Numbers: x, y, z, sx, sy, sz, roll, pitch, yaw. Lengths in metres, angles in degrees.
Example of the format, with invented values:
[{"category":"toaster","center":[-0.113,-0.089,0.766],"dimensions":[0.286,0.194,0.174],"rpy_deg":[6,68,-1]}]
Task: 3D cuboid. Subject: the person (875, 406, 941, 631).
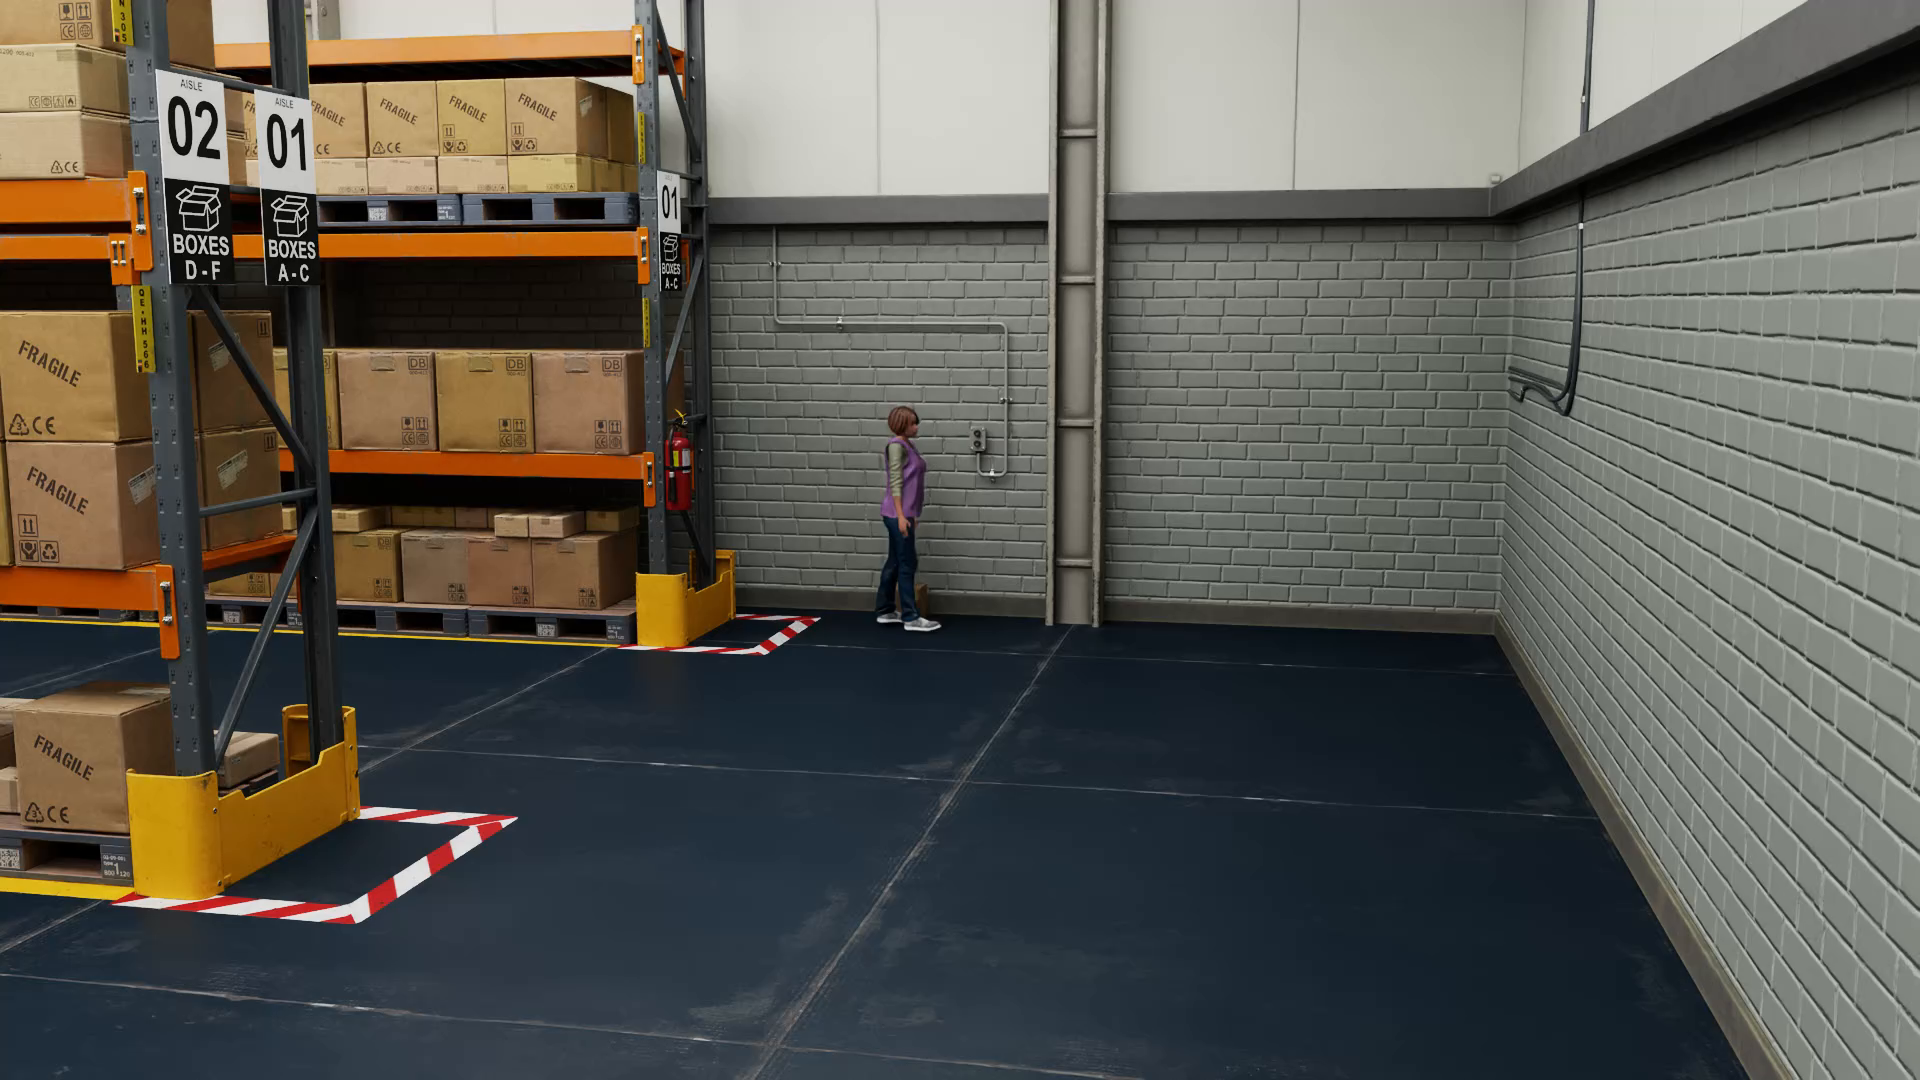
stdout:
[{"category":"person","center":[-0.373,-0.157,11.819],"dimensions":[0.525,1.591,0.561],"rpy_deg":[1,8,9]}]
